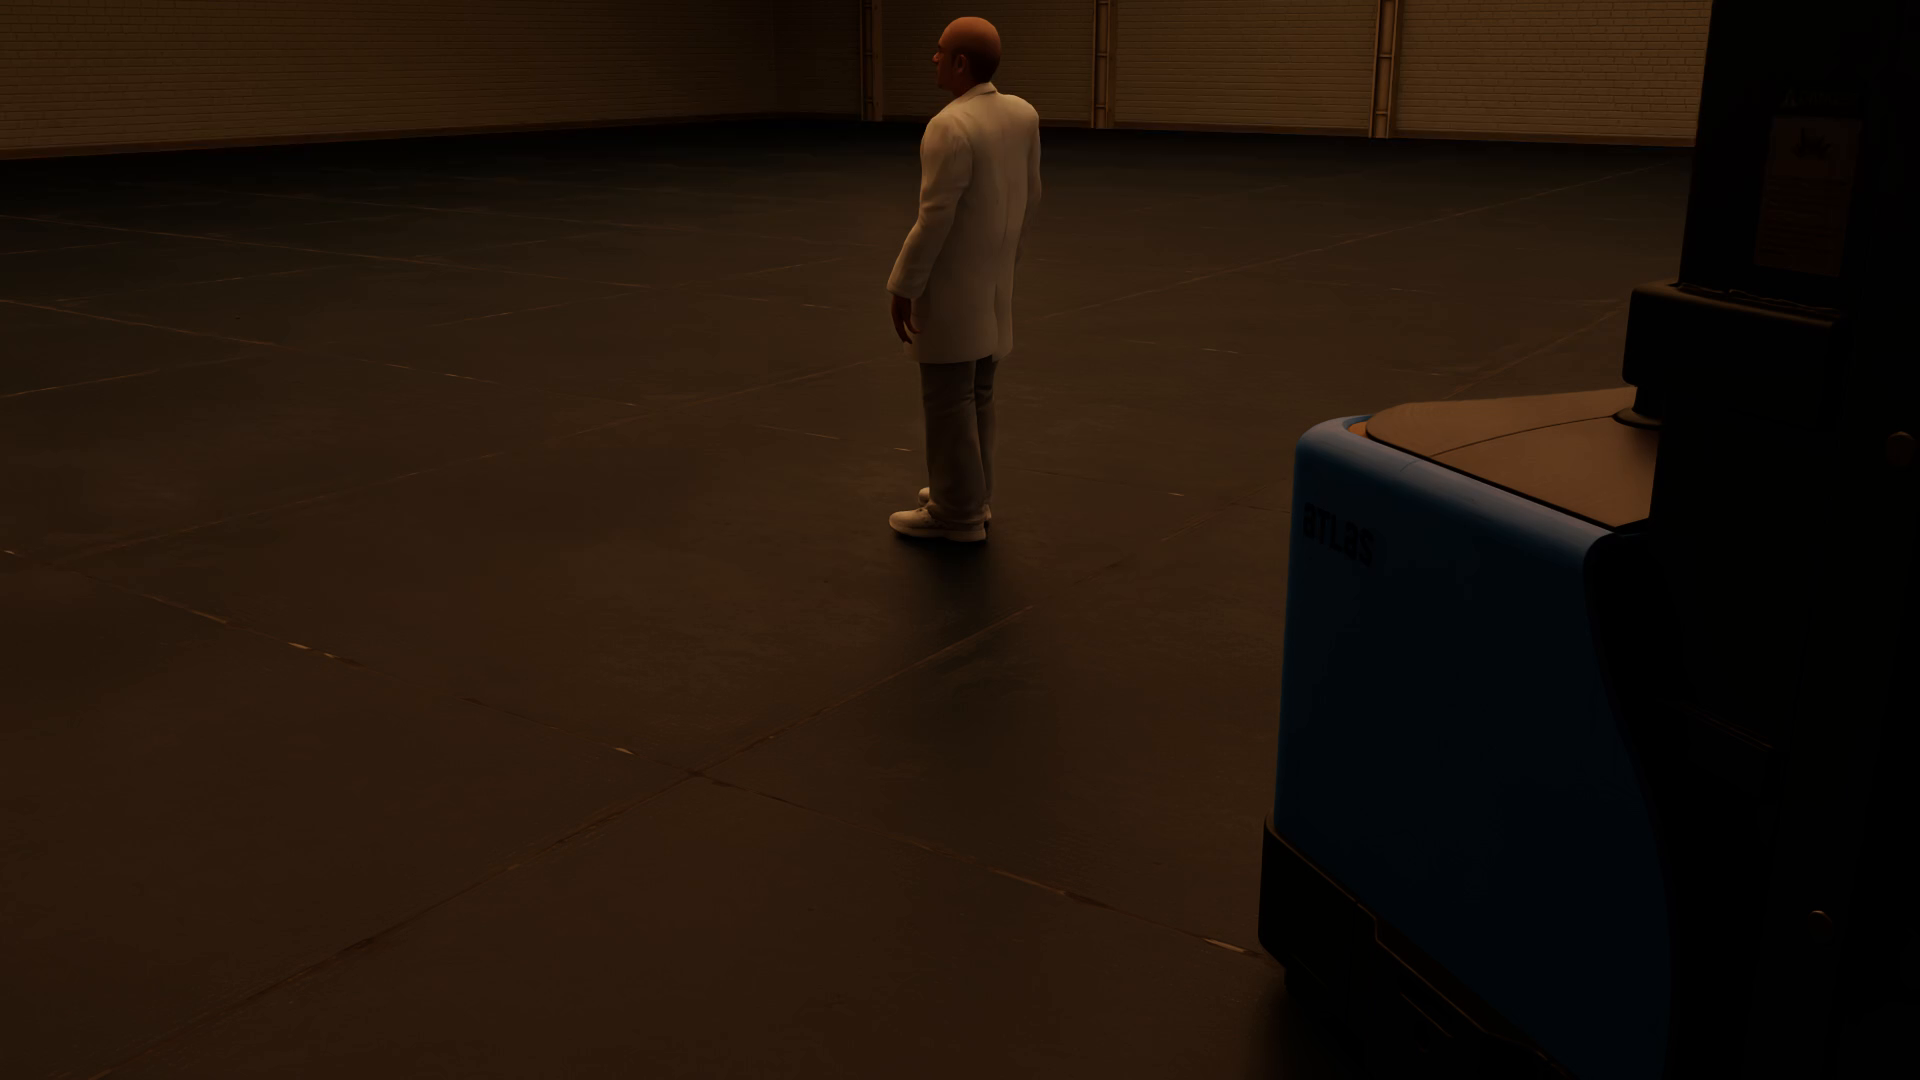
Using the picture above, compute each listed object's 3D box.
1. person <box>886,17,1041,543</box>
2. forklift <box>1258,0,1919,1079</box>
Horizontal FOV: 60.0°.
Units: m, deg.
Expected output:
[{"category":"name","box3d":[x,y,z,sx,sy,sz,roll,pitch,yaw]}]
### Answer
[{"category":"person","box3d":[-0.073,-0.875,5.744,0.578,1.778,0.698,11,20,33]},{"category":"forklift","box3d":[1.556,-0.240,1.635,1.130,2.935,3.031,-6,18,-19]}]
